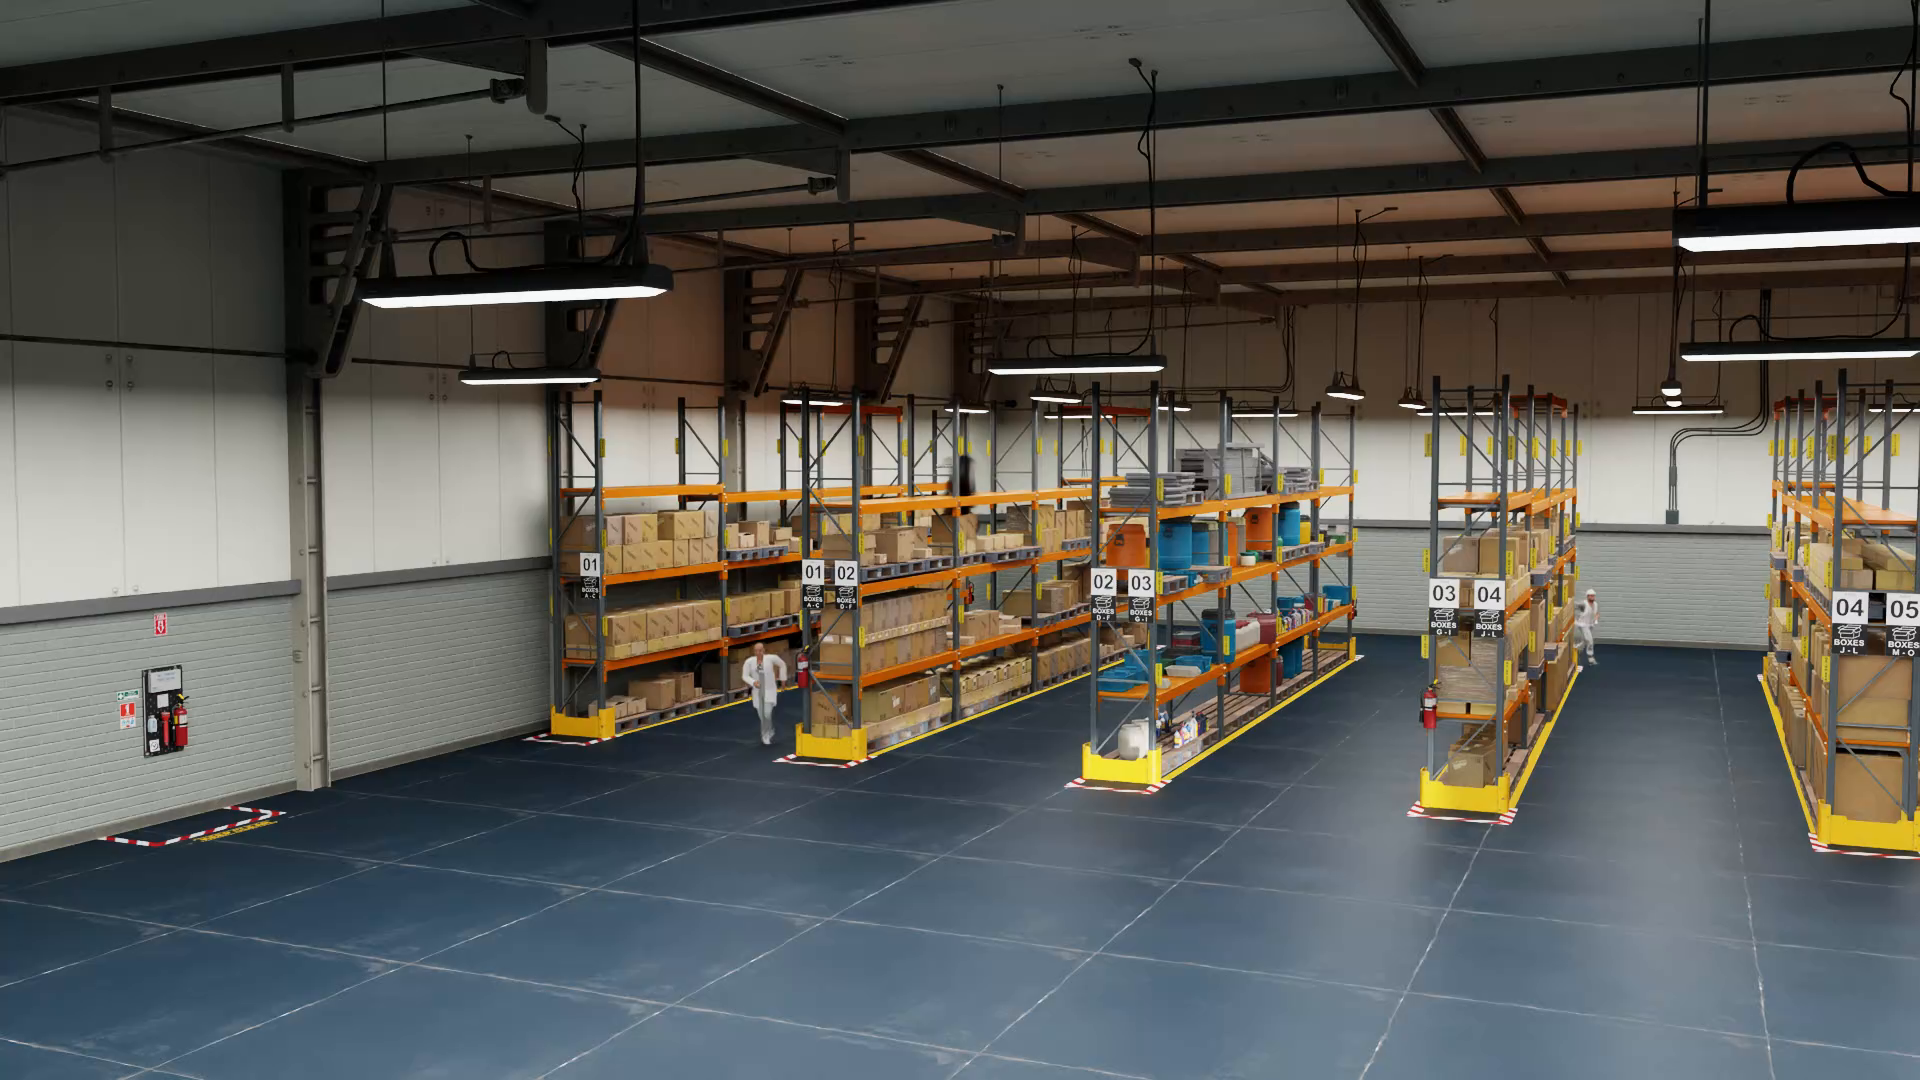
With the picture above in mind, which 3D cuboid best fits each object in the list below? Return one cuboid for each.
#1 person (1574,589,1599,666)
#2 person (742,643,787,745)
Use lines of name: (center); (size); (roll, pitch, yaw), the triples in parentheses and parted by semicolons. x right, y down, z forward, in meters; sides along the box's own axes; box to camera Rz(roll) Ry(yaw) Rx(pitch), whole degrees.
person: (14.362, 1.998, 38.311); (0.658, 1.761, 0.780); (-2, 4, -30)
person: (-3.299, 2.589, 28.185); (0.682, 1.747, 0.853); (1, 3, 13)
